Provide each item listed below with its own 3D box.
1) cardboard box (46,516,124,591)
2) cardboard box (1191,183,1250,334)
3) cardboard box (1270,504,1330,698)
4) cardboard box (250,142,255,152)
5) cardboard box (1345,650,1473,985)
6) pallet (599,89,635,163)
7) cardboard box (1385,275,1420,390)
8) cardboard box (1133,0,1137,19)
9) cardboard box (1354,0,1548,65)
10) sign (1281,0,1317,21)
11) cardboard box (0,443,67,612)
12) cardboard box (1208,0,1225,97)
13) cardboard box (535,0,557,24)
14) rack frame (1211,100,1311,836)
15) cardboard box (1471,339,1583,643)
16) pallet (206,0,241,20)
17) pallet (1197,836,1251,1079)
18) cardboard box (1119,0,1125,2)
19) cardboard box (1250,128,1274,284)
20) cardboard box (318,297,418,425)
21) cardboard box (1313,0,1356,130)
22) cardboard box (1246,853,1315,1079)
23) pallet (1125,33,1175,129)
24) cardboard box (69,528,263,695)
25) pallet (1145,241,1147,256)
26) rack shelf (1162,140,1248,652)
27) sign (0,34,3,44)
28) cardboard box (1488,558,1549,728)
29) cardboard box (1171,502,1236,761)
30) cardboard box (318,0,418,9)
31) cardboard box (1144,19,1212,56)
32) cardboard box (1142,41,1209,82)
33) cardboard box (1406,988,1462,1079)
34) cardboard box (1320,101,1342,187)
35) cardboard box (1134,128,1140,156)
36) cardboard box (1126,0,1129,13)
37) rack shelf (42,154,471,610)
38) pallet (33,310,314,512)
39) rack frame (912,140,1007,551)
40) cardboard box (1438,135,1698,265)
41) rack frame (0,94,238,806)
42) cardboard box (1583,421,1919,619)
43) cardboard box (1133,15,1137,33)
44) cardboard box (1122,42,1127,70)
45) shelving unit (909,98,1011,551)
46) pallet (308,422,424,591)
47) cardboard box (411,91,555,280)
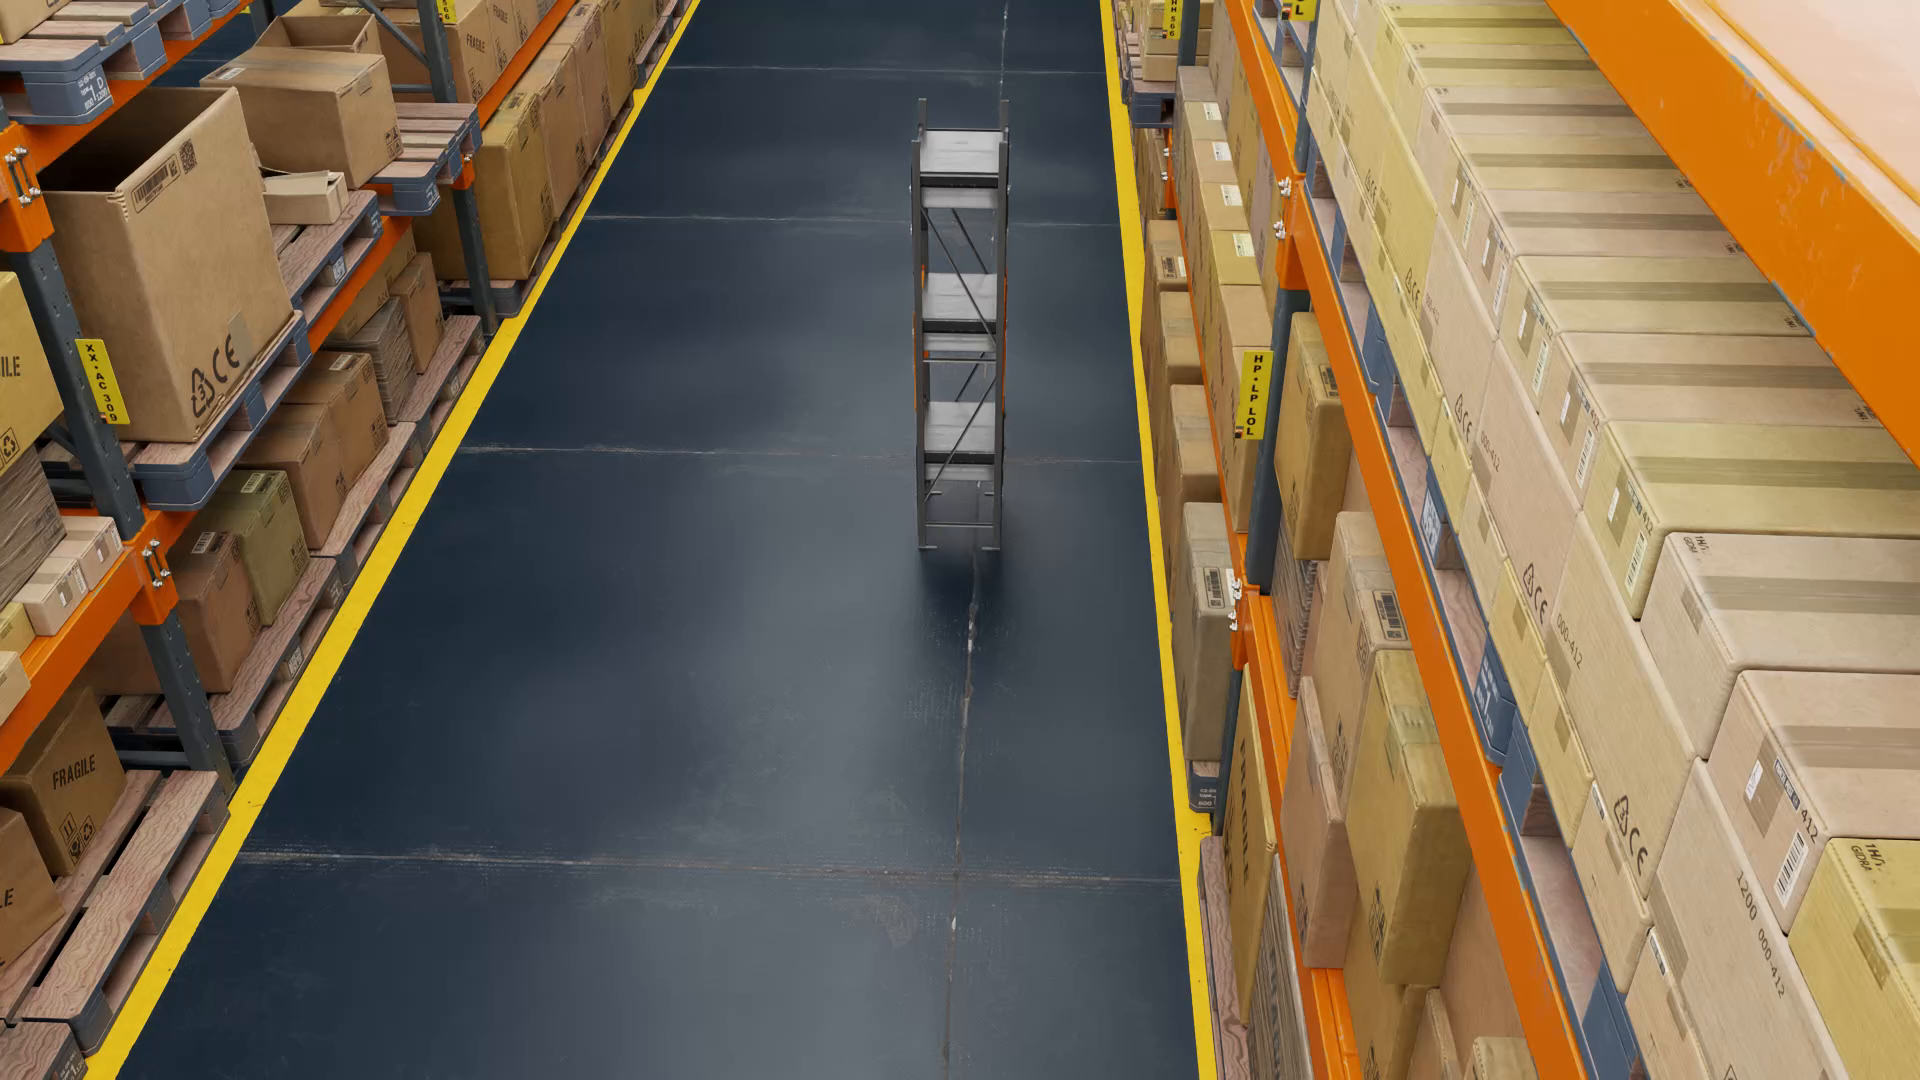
[{"bbox_3d":[-3.173,0.043,5.798,0.380,0.149,0.250,1,35,2],"label":"cardboard box"},{"bbox_3d":[1.306,-1.237,7.314,0.500,0.500,0.500,1,35,1],"label":"cardboard box"},{"bbox_3d":[1.491,0.134,5.321,0.875,0.550,0.550,1,35,2],"label":"cardboard box"},{"bbox_3d":[-3.595,-1.641,7.741,0.500,0.250,0.500,0,35,1],"label":"cardboard box"},{"bbox_3d":[1.366,0.621,3.688,0.875,0.550,0.500,1,35,2],"label":"cardboard box"},{"bbox_3d":[-3.093,-3.200,12.620,1.003,0.211,1.213,1,35,2],"label":"pallet"},{"bbox_3d":[1.090,-0.421,3.399,0.380,0.149,0.250,1,35,2],"label":"cardboard box"},{"bbox_3d":[1.259,-3.267,10.143,0.380,0.149,0.250,0,35,0],"label":"cardboard box"},{"bbox_3d":[1.120,-1.187,3.795,0.380,0.149,0.250,1,35,1],"label":"cardboard box"},{"bbox_3d":[0.951,-1.592,4.574,0.100,0.325,0.005,1,35,2],"label":"sign"},{"bbox_3d":[-3.538,-0.095,5.431,0.875,0.500,0.500,1,35,2],"label":"cardboard box"},{"bbox_3d":[1.626,-2.508,8.253,0.700,0.500,0.500,1,35,2],"label":"cardboard box"},{"bbox_3d":[-2.949,-3.680,10.790,0.500,0.500,0.500,1,35,2],"label":"cardboard box"},{"bbox_3d":[1.493,-0.017,5.666,1.000,3.000,0.127,1,35,2],"label":"rack frame"},{"bbox_3d":[1.115,-0.083,2.570,0.500,0.250,0.500,1,35,2],"label":"cardboard box"},{"bbox_3d":[-3.289,-2.288,6.452,1.213,0.211,1.003,1,35,2],"label":"pallet"},{"bbox_3d":[1.385,1.559,5.849,1.003,0.211,1.213,1,35,2],"label":"pallet"},{"bbox_3d":[1.586,-4.734,14.492,0.380,0.149,0.250,1,35,2],"label":"cardboard box"},{"bbox_3d":[1.547,-1.339,6.589,0.700,0.500,0.500,2,35,2],"label":"cardboard box"},{"bbox_3d":[-3.314,-0.941,8.772,0.700,0.500,0.500,-1,35,-2],"label":"cardboard box"},{"bbox_3d":[1.194,-1.243,4.221,0.500,0.250,0.500,2,35,2],"label":"cardboard box"},{"bbox_3d":[1.366,1.558,4.907,0.875,0.875,0.875,2,35,2],"label":"cardboard box"},{"bbox_3d":[1.576,-2.649,9.577,1.213,0.211,1.003,1,35,2],"label":"pallet"},{"bbox_3d":[-3.412,0.301,7.005,0.700,0.500,0.500,-1,35,-2],"label":"cardboard box"},{"bbox_3d":[1.687,-1.624,10.376,1.003,0.211,1.213,1,35,2],"label":"pallet"},{"bbox_3d":[1.574,-0.872,7.508,1.077,0.370,4.000,1,35,2],"label":"rack shelf"},{"bbox_3d":[-2.916,-1.621,4.889,0.100,0.325,0.005,1,35,2],"label":"sign"},{"bbox_3d":[1.048,0.160,2.571,0.380,0.149,0.250,1,35,1],"label":"cardboard box"},{"bbox_3d":[1.429,0.373,6.702,1.050,0.750,0.750,1,35,2],"label":"cardboard box"},{"bbox_3d":[-3.252,-3.359,9.462,0.797,0.503,0.637,2,35,3],"label":"cardboard box"},{"bbox_3d":[1.219,-2.801,9.221,0.380,0.149,0.250,2,35,3],"label":"cardboard box"},{"bbox_3d":[1.215,-2.679,9.306,0.380,0.149,0.250,2,35,3],"label":"cardboard box"},{"bbox_3d":[1.451,1.370,3.562,0.875,0.550,0.550,1,35,2],"label":"cardboard box"},{"bbox_3d":[1.131,-1.004,4.228,0.380,0.149,0.250,1,35,2],"label":"cardboard box"},{"bbox_3d":[1.501,-3.040,11.776,0.500,0.500,0.500,3,35,4],"label":"cardboard box"},{"bbox_3d":[1.543,-4.364,13.447,0.380,0.149,0.250,1,35,1],"label":"cardboard box"},{"bbox_3d":[-3.378,-1.045,7.753,1.077,0.370,4.000,1,35,2],"label":"rack shelf"},{"bbox_3d":[-3.282,-0.547,6.587,1.003,0.211,1.213,1,35,2],"label":"pallet"},{"bbox_3d":[-0.003,-0.814,7.582,0.400,2.100,0.015,1,35,2],"label":"rack frame"},{"bbox_3d":[1.078,-0.605,2.967,0.380,0.149,0.250,1,35,2],"label":"cardboard box"},{"bbox_3d":[-3.458,-0.190,5.912,1.000,3.000,0.127,1,35,2],"label":"rack frame"},{"bbox_3d":[1.038,-0.023,2.139,0.380,0.149,0.250,2,35,3],"label":"cardboard box"},{"bbox_3d":[1.521,-3.651,11.993,0.500,0.250,0.500,0,35,0],"label":"cardboard box"},{"bbox_3d":[1.490,-3.852,13.237,0.380,0.149,0.250,2,35,2],"label":"cardboard box"},{"bbox_3d":[0.007,-0.954,7.782,0.431,2.100,0.503,1,35,2],"label":"shelving unit"},{"bbox_3d":[-3.382,-0.199,8.350,1.003,0.211,1.213,1,35,2],"label":"pallet"},{"bbox_3d":[-3.249,-2.187,10.235,1.225,0.875,0.875,0,35,0],"label":"cardboard box"}]
